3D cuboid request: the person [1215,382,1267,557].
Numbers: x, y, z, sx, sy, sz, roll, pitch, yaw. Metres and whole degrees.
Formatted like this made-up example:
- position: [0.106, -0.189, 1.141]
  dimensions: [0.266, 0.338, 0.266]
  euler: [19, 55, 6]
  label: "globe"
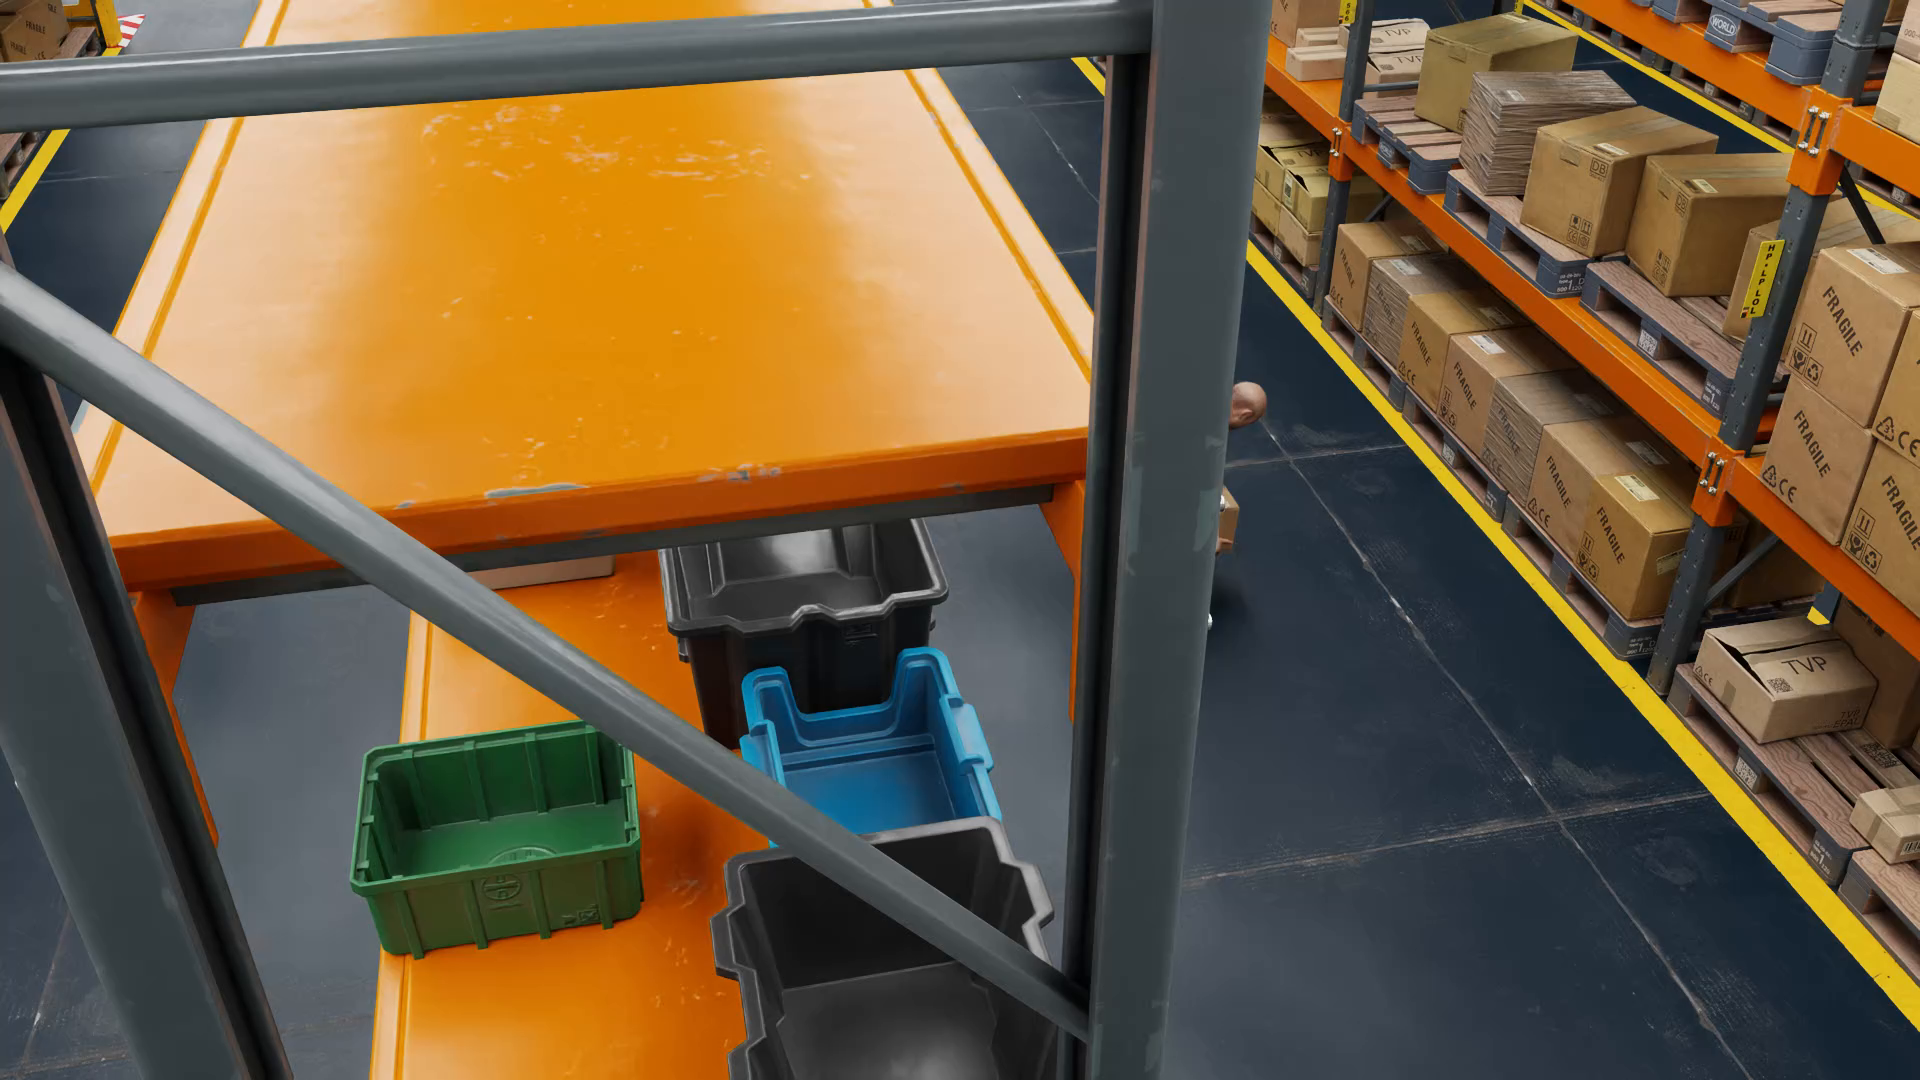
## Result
- position: [0.991, -0.188, 7.993]
  dimensions: [0.945, 1.157, 0.557]
  euler: [-8, 35, -12]
  label: "person"
